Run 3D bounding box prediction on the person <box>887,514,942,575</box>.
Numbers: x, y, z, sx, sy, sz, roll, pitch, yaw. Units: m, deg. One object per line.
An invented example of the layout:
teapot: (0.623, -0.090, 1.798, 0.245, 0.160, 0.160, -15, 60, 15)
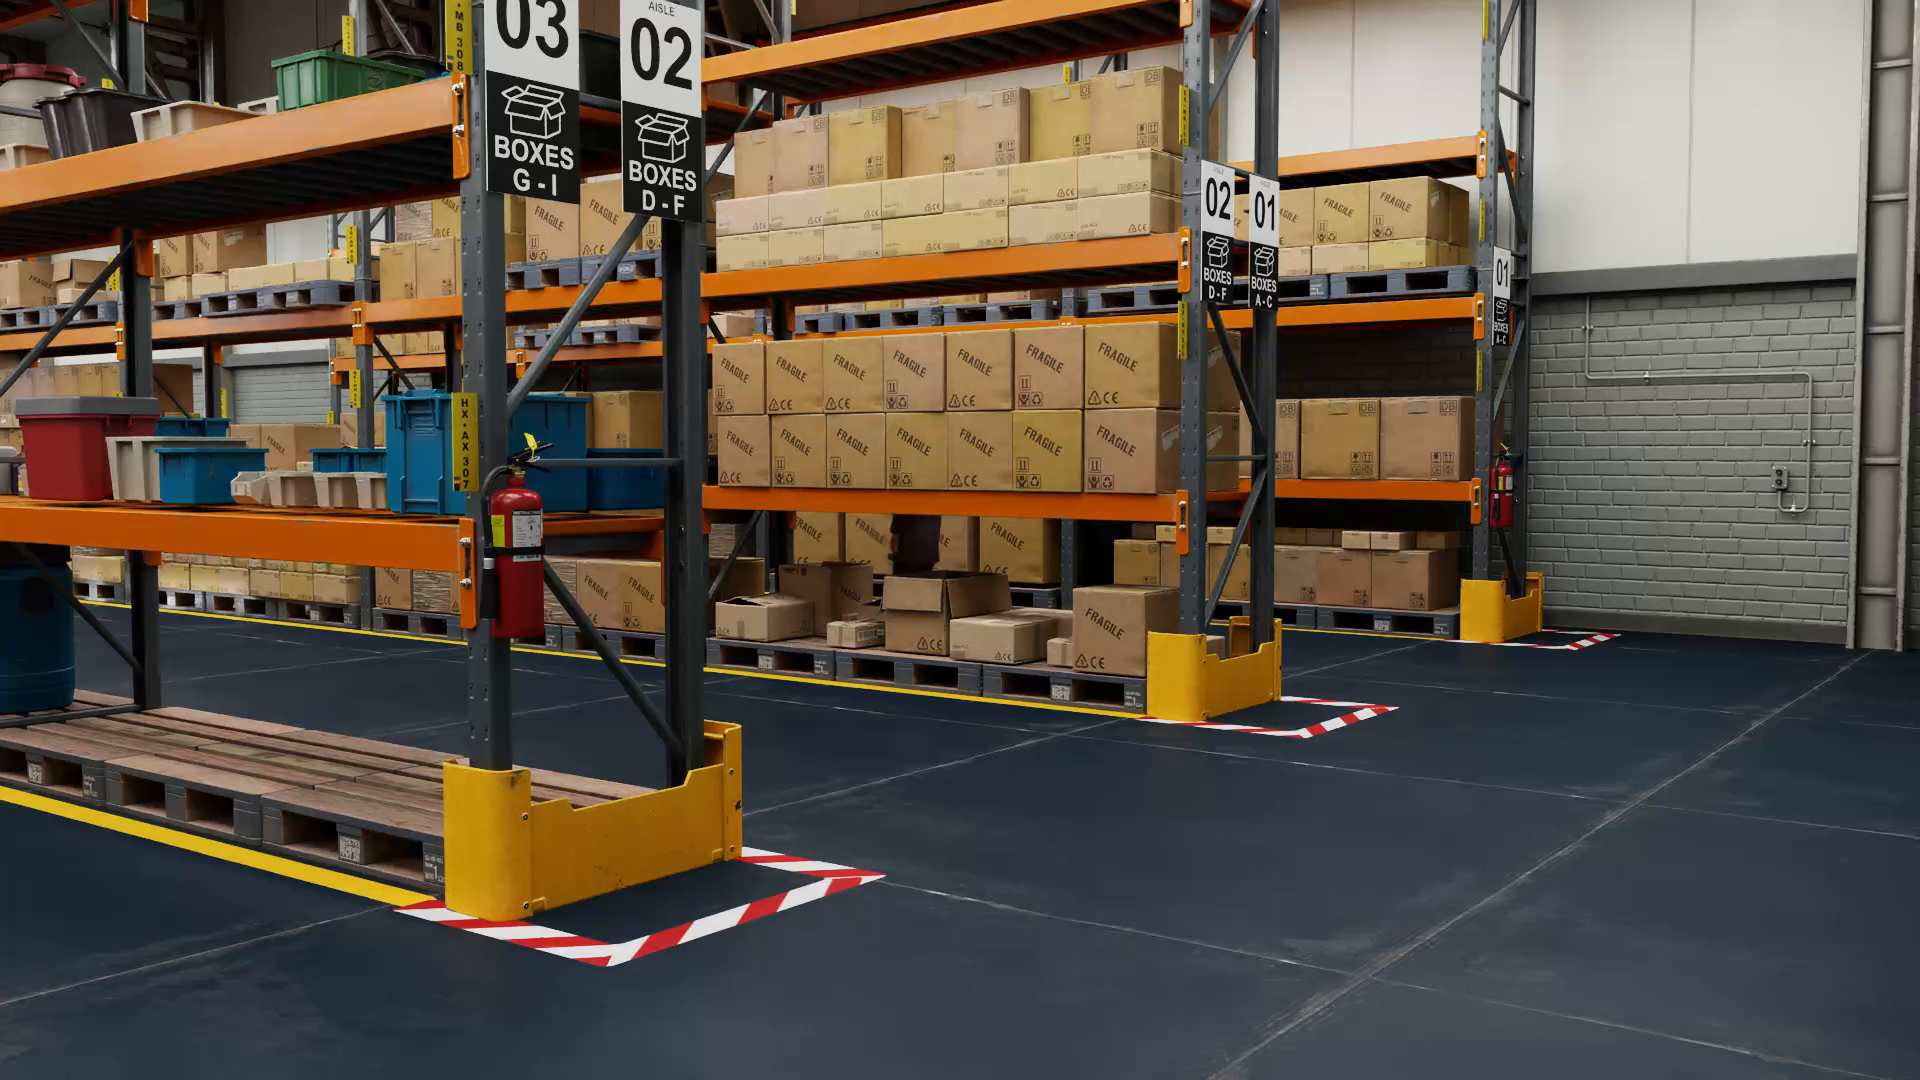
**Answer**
person: (-0.371, -0.048, 13.309, 0.432, 1.772, 0.641, 2, 4, 31)
